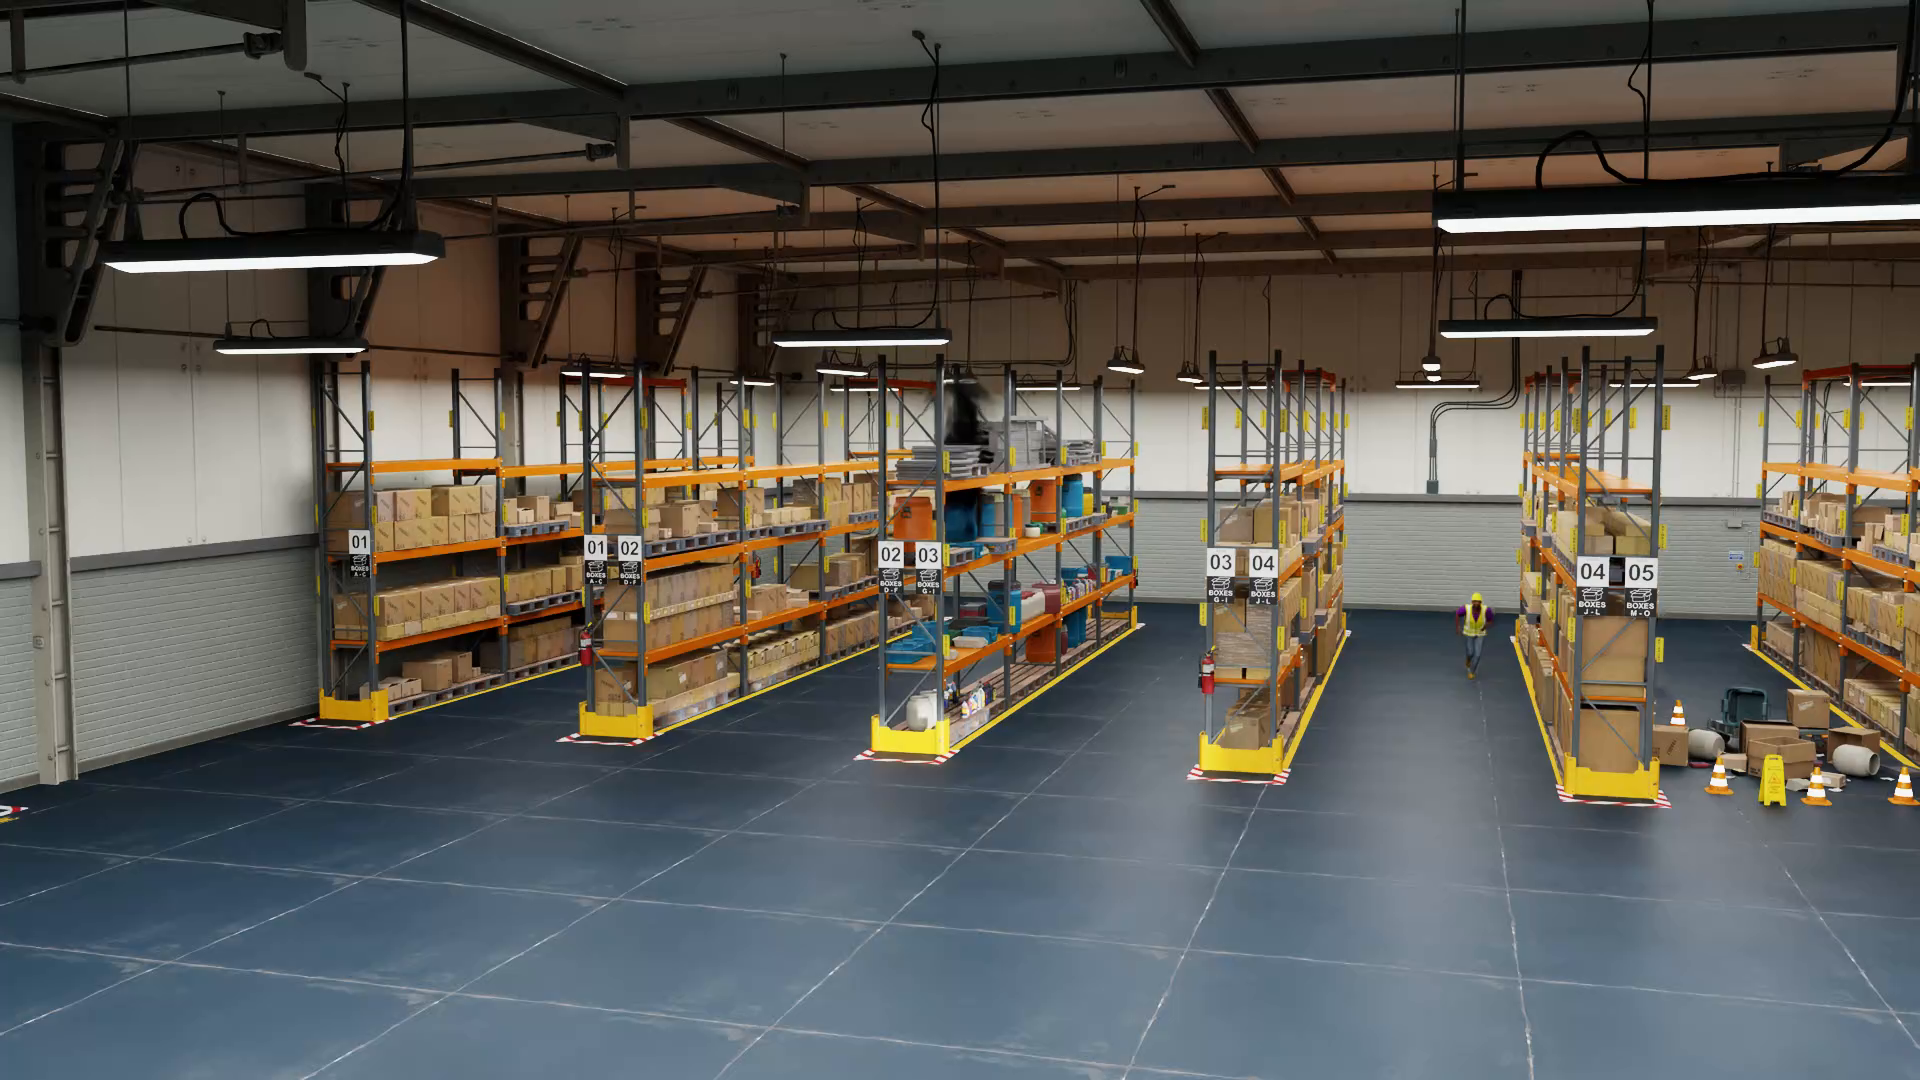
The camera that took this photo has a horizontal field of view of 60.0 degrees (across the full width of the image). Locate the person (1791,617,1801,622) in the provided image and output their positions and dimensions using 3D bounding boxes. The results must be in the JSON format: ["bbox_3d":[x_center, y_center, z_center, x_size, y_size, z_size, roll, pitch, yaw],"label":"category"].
[{"bbox_3d":[18.783,1.527,37.038,0.801,1.677,0.672,3,5,38],"label":"person"}]

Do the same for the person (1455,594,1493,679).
[{"bbox_3d":[9.985,1.867,32.290,0.689,1.685,0.733,1,4,7],"label":"person"}]

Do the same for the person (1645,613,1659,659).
[{"bbox_3d":[13.488,1.809,32.959,0.648,1.692,0.606,1,4,12],"label":"person"}]
